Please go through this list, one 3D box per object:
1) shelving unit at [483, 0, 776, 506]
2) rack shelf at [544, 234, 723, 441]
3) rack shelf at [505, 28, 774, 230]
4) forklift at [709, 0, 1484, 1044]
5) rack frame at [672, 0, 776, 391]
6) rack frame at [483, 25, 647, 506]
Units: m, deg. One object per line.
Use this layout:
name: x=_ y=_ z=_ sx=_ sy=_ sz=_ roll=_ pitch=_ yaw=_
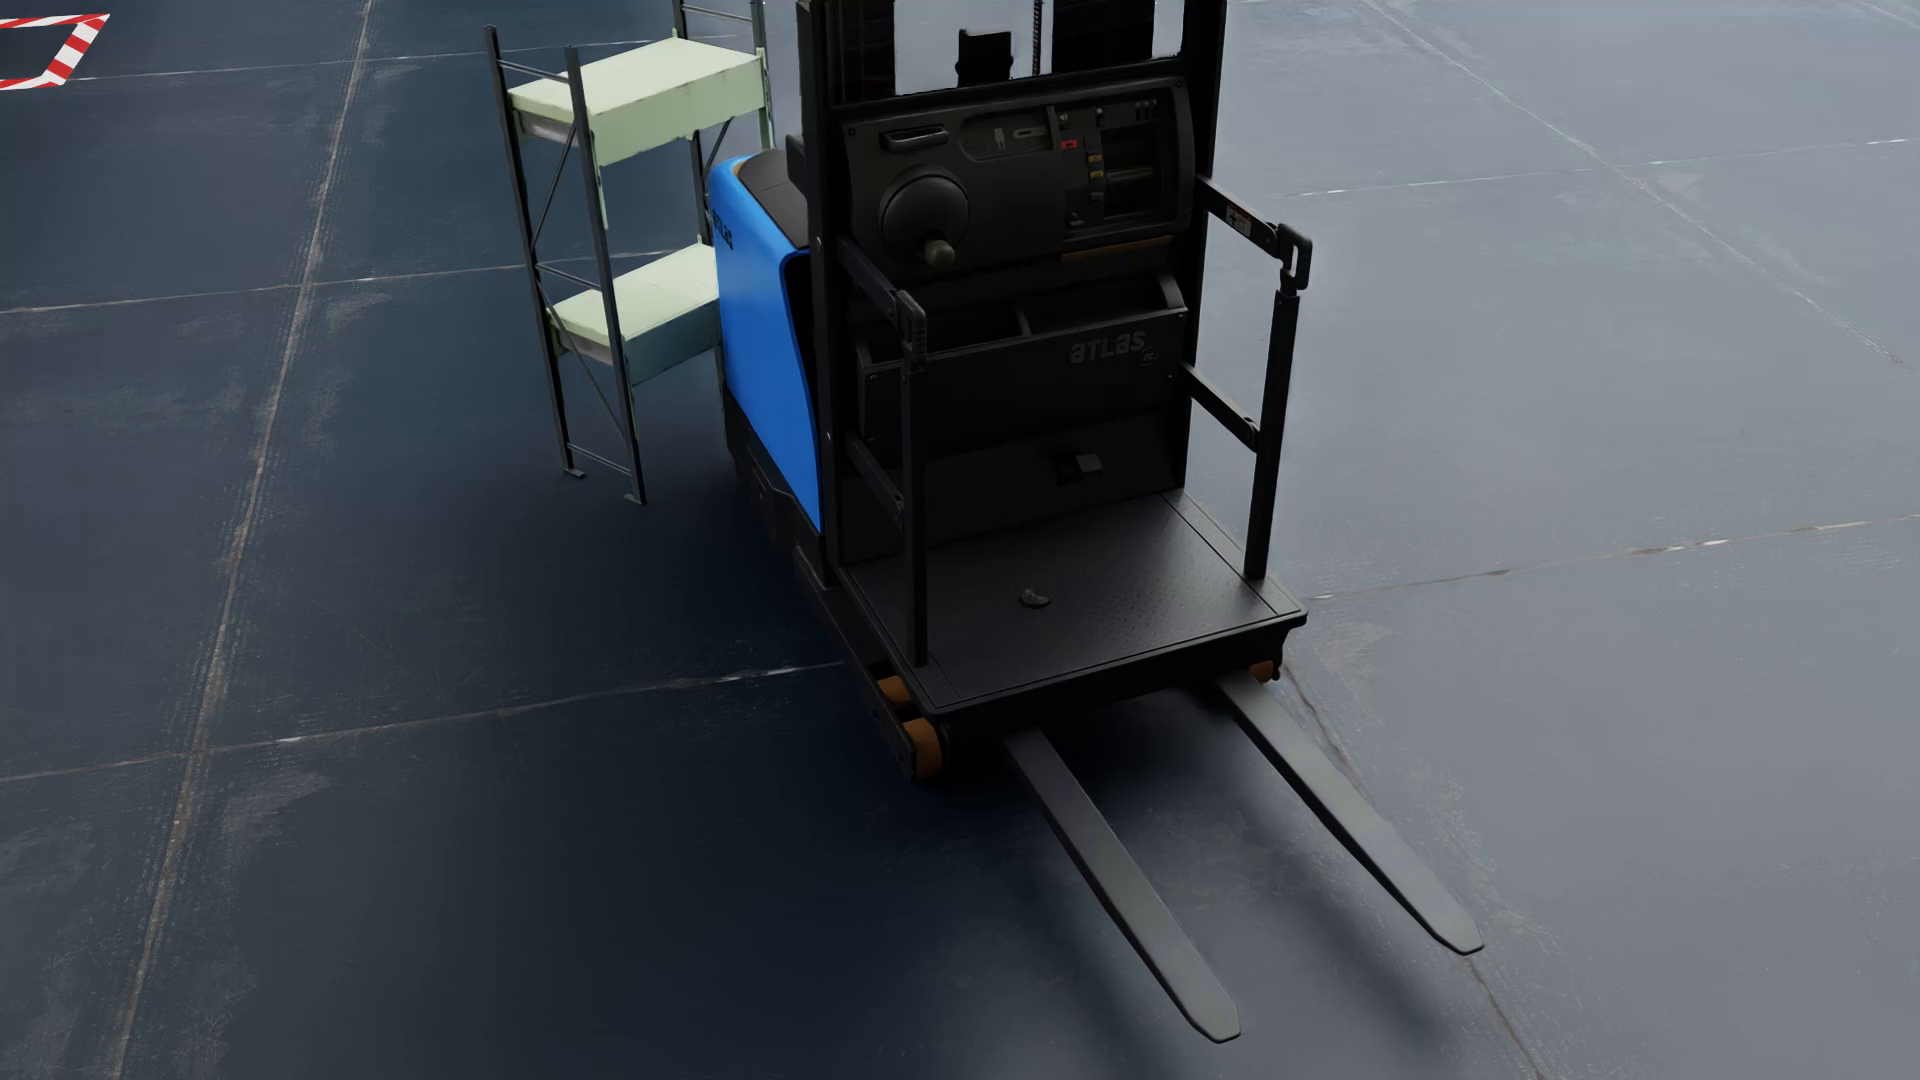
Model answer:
shelving unit: x=-0.983 y=-0.970 z=5.407 sx=0.431 sy=1.500 sz=0.755 roll=22 pitch=40 yaw=33
rack shelf: x=-0.974 y=-0.695 z=5.582 sx=0.431 sy=0.370 sz=0.720 roll=22 pitch=40 yaw=33
rack shelf: x=-0.995 y=-1.299 z=5.197 sx=0.431 sy=0.370 sz=0.720 roll=22 pitch=40 yaw=33
forklift: x=0.244 y=-0.855 z=3.965 sx=1.130 sy=2.935 sz=3.031 roll=-13 pitch=36 yaw=-19
rack frame: x=-0.752 y=-1.128 z=5.643 sx=0.400 sy=1.500 sz=0.023 roll=22 pitch=40 yaw=33
rack frame: x=-1.214 y=-0.812 z=5.171 sx=0.400 sy=1.500 sz=0.023 roll=22 pitch=40 yaw=33
